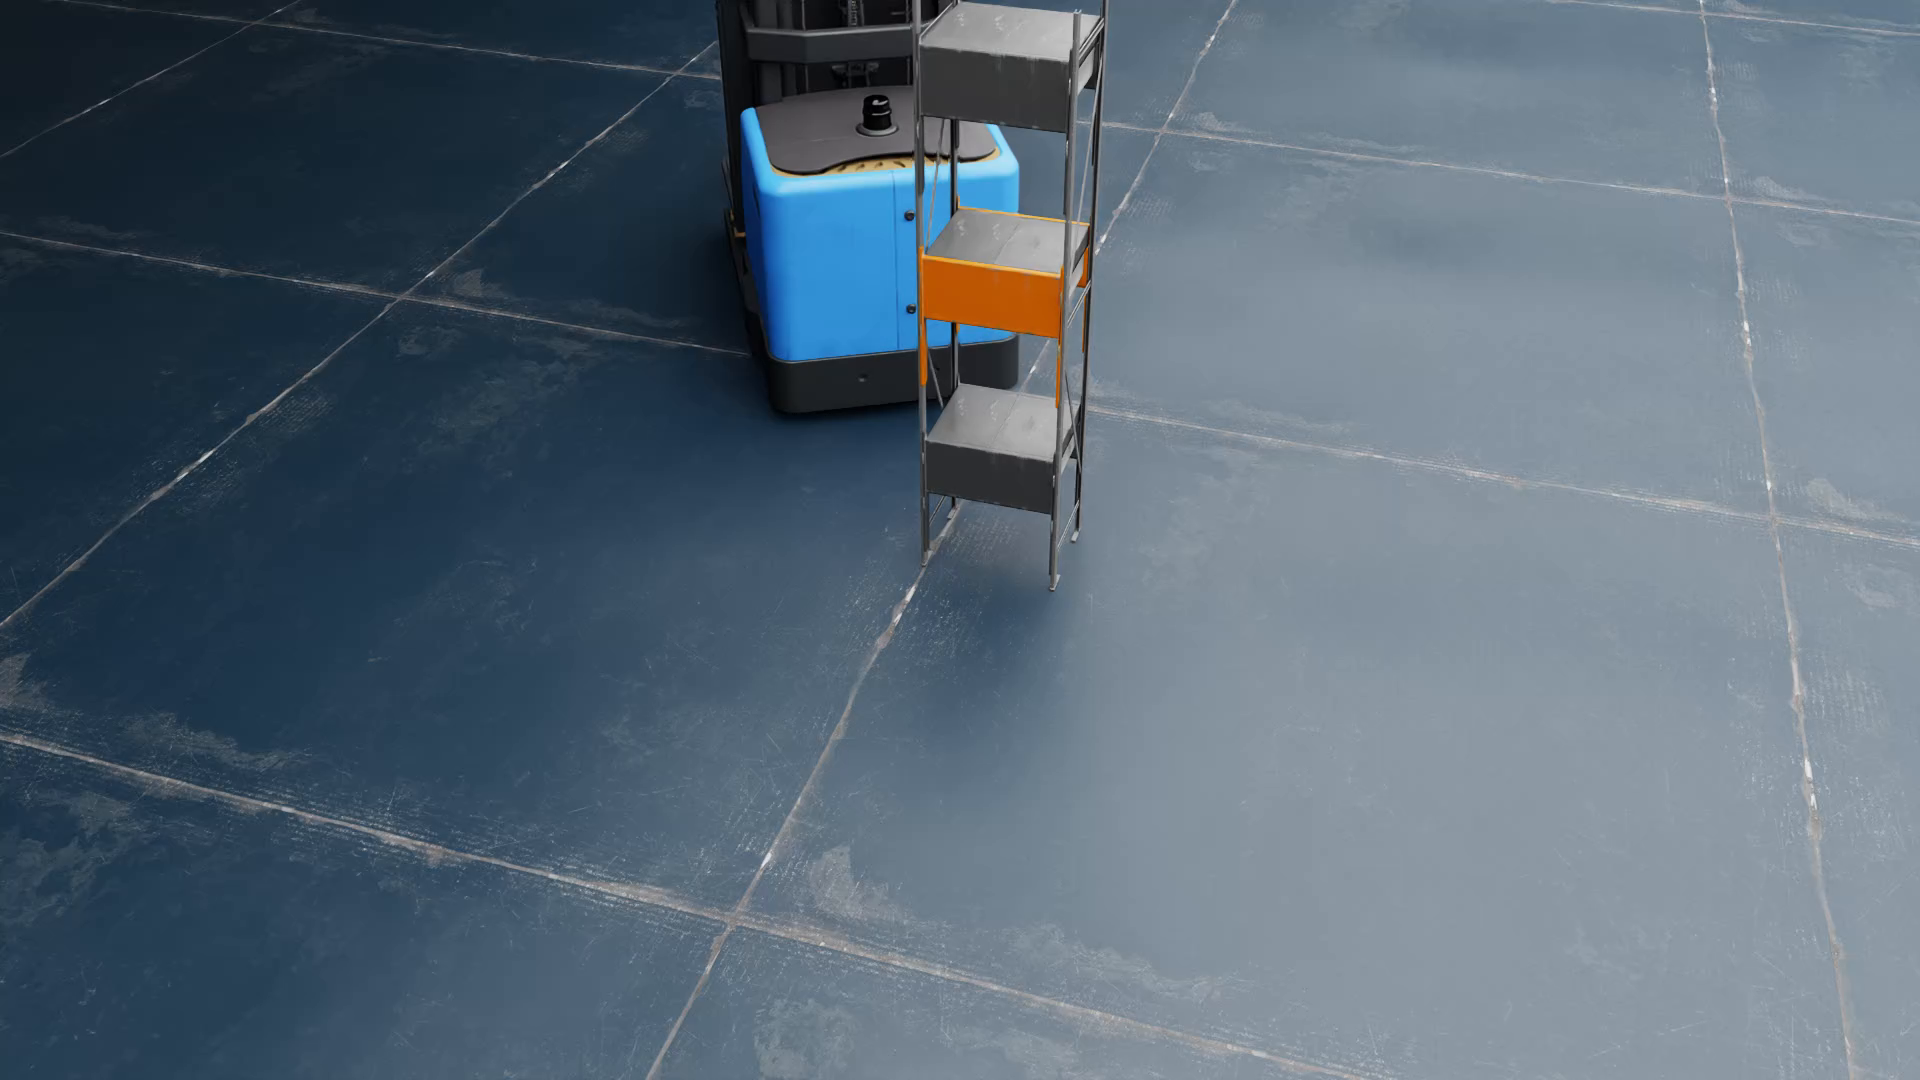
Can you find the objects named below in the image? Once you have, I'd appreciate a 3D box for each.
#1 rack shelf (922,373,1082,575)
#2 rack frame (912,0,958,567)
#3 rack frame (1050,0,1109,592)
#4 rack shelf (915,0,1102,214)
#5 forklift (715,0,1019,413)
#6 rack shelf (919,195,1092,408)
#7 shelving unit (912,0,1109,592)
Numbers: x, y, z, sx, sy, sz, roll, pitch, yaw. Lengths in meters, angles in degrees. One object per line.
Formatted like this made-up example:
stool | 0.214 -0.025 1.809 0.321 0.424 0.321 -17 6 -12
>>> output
rack shelf | 0.158 -0.242 6.011 0.480 0.518 0.431 10 38 14
rack frame | -0.075 -0.860 5.646 0.015 2.100 0.400 10 38 14
rack frame | 0.391 -0.773 5.529 0.015 2.100 0.400 10 38 14
rack shelf | 0.158 -1.369 5.181 0.480 0.518 0.431 10 38 14
forklift | -0.554 -2.573 7.273 1.130 2.935 3.031 -7 37 -9
rack shelf | 0.158 -0.805 5.596 0.480 0.518 0.431 10 38 14
shelving unit | 0.158 -0.816 5.588 0.503 2.100 0.431 10 38 14
